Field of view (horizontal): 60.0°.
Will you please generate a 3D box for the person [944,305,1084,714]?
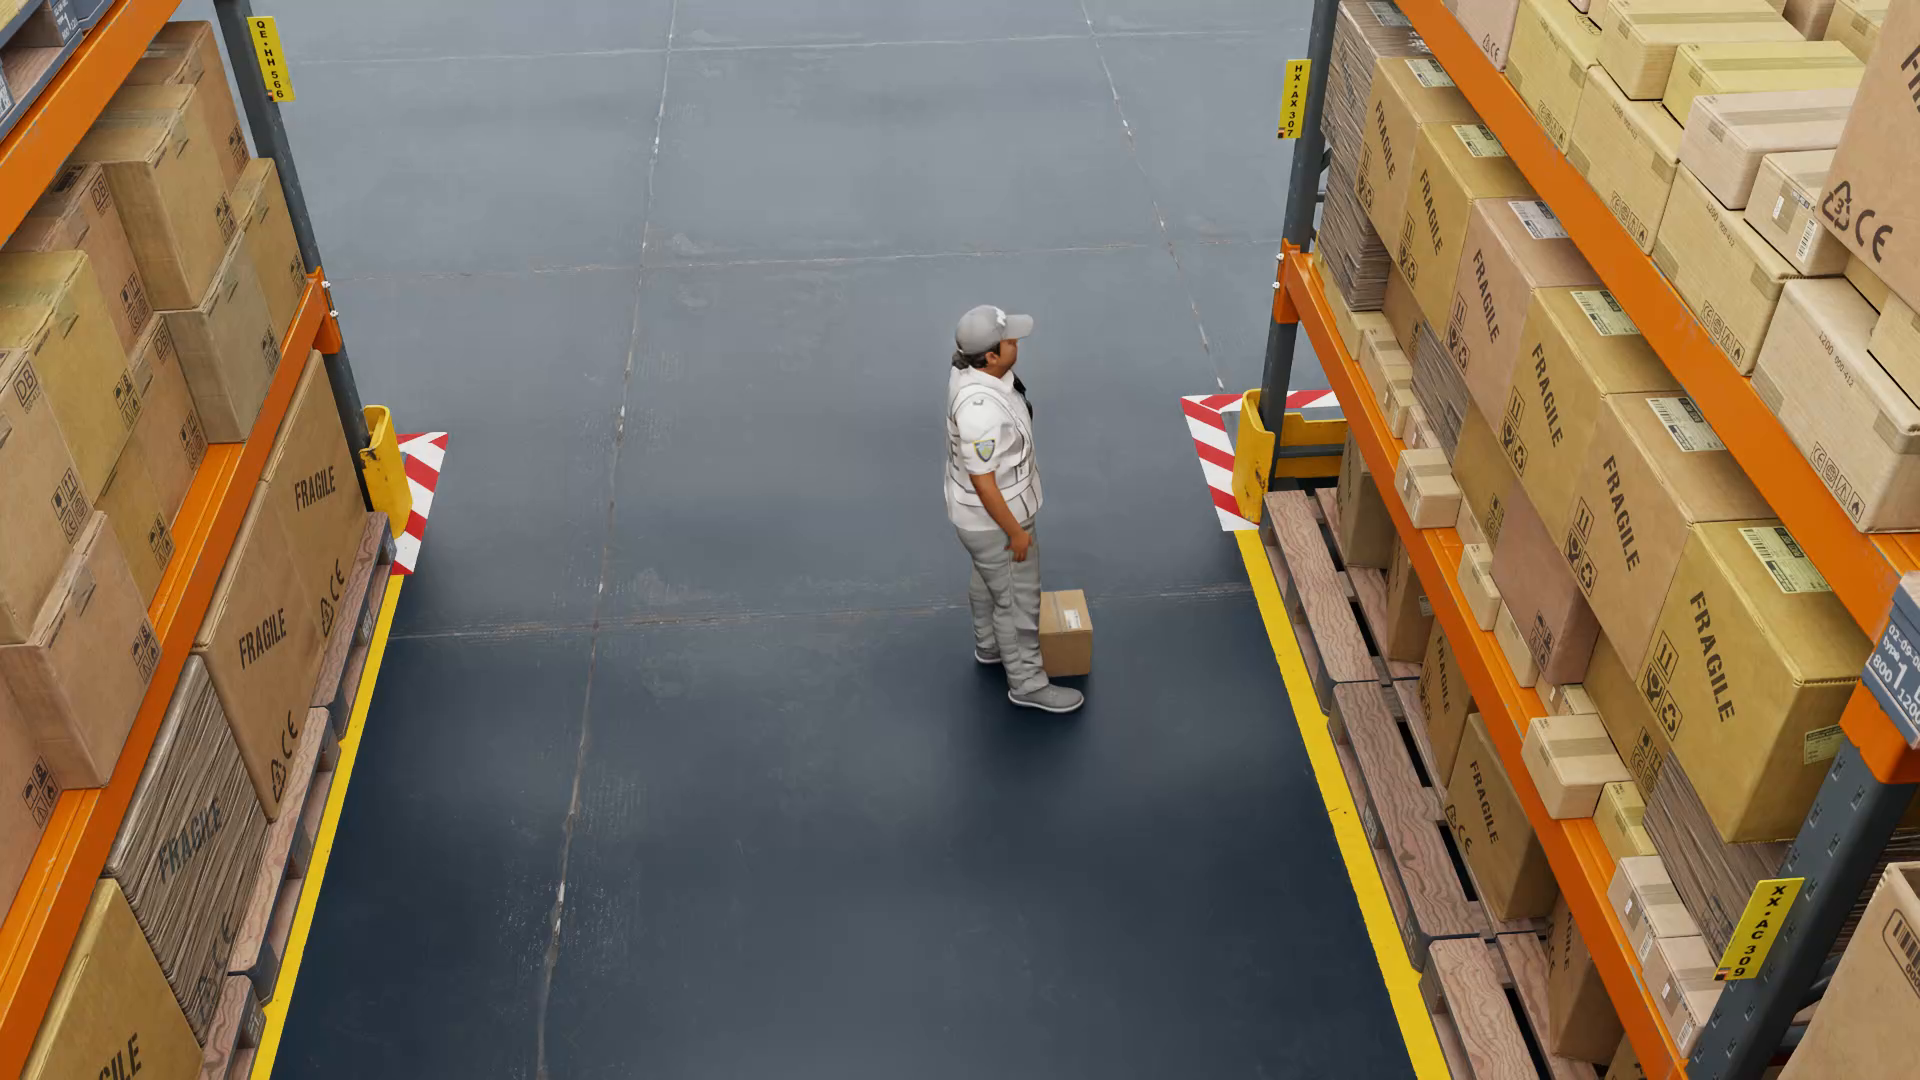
[{"bbox_3d":[0.210,-0.130,6.295,0.529,1.669,0.595,-3,39,-4],"label":"person"}]
